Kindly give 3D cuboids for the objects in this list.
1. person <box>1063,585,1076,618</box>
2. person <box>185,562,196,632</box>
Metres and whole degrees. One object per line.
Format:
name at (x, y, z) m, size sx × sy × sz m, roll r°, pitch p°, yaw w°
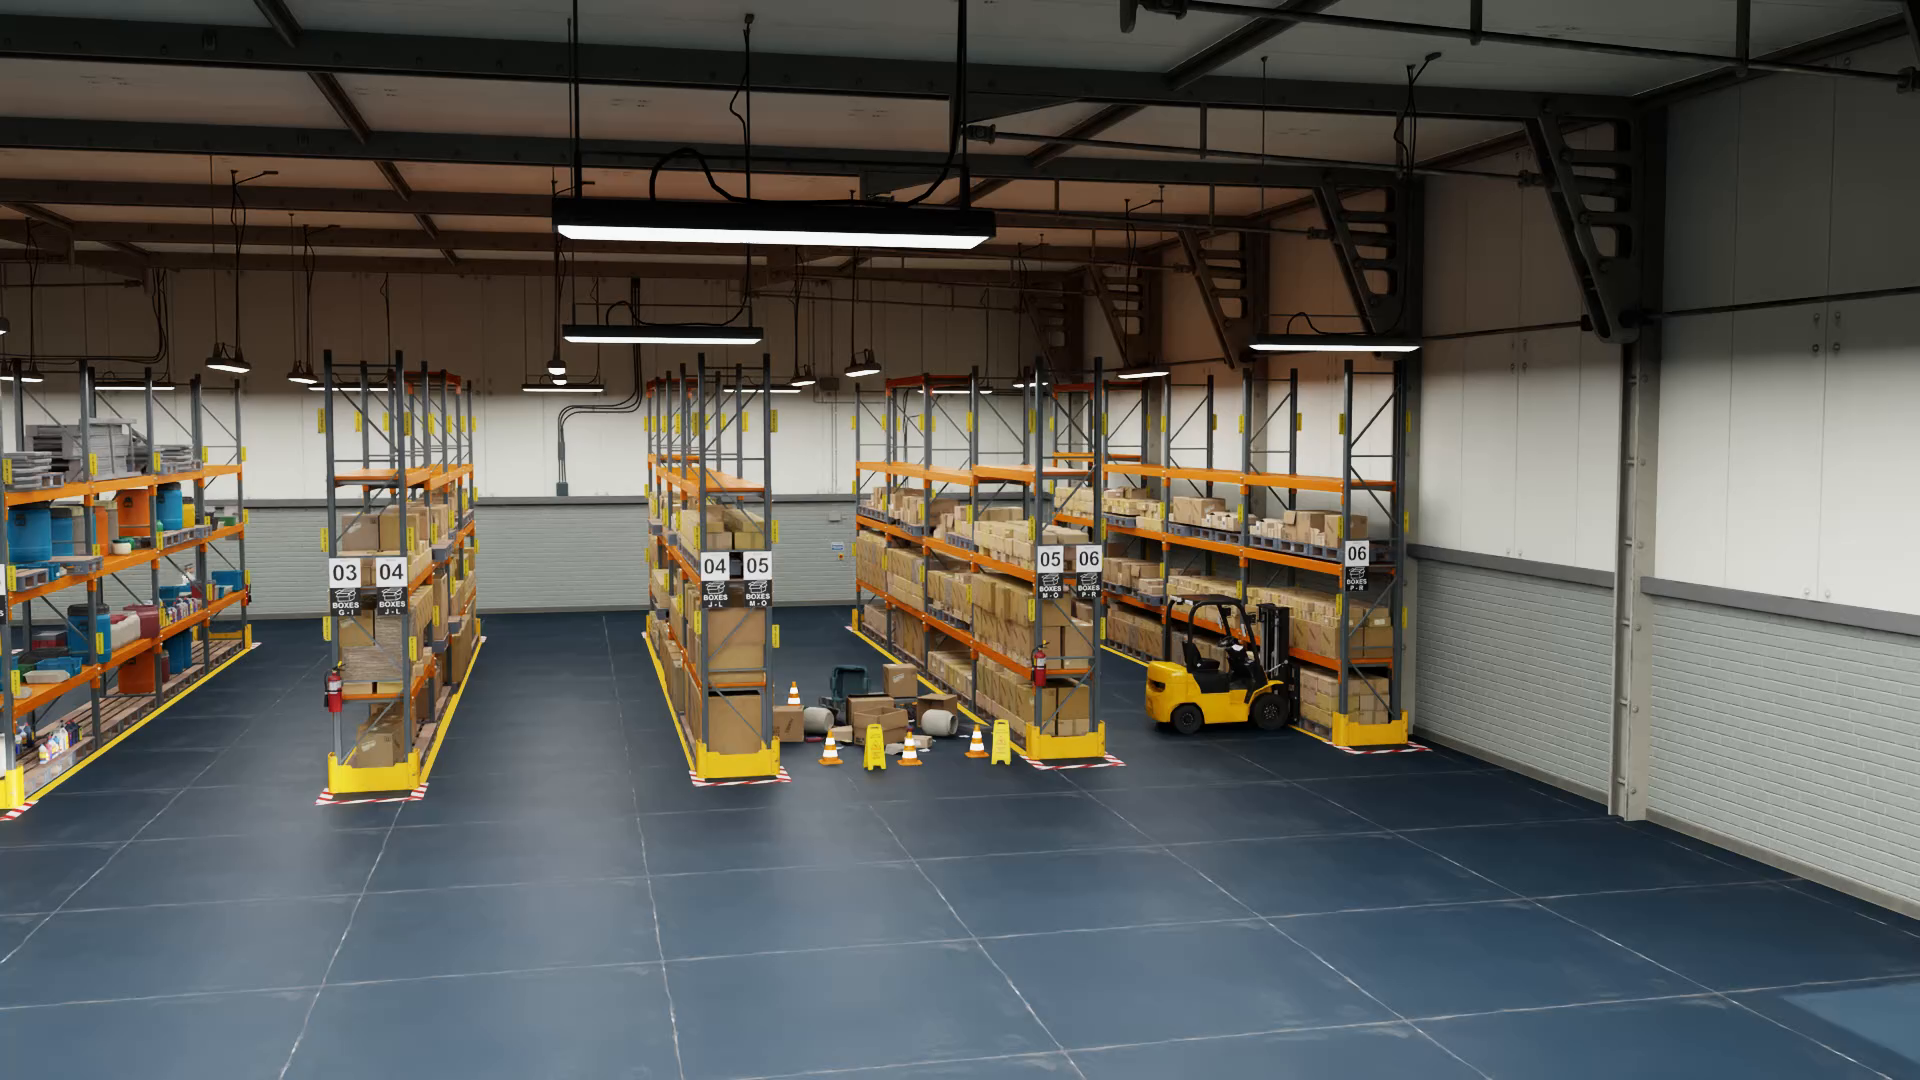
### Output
person at (2.079, 1.795, 33.269) m, size 0.469 × 1.780 × 0.644 m, roll 4°, pitch 6°, yaw 45°
person at (-18.449, 1.378, 40.008) m, size 0.415 × 1.705 × 0.505 m, roll -1°, pitch 4°, yaw -19°
